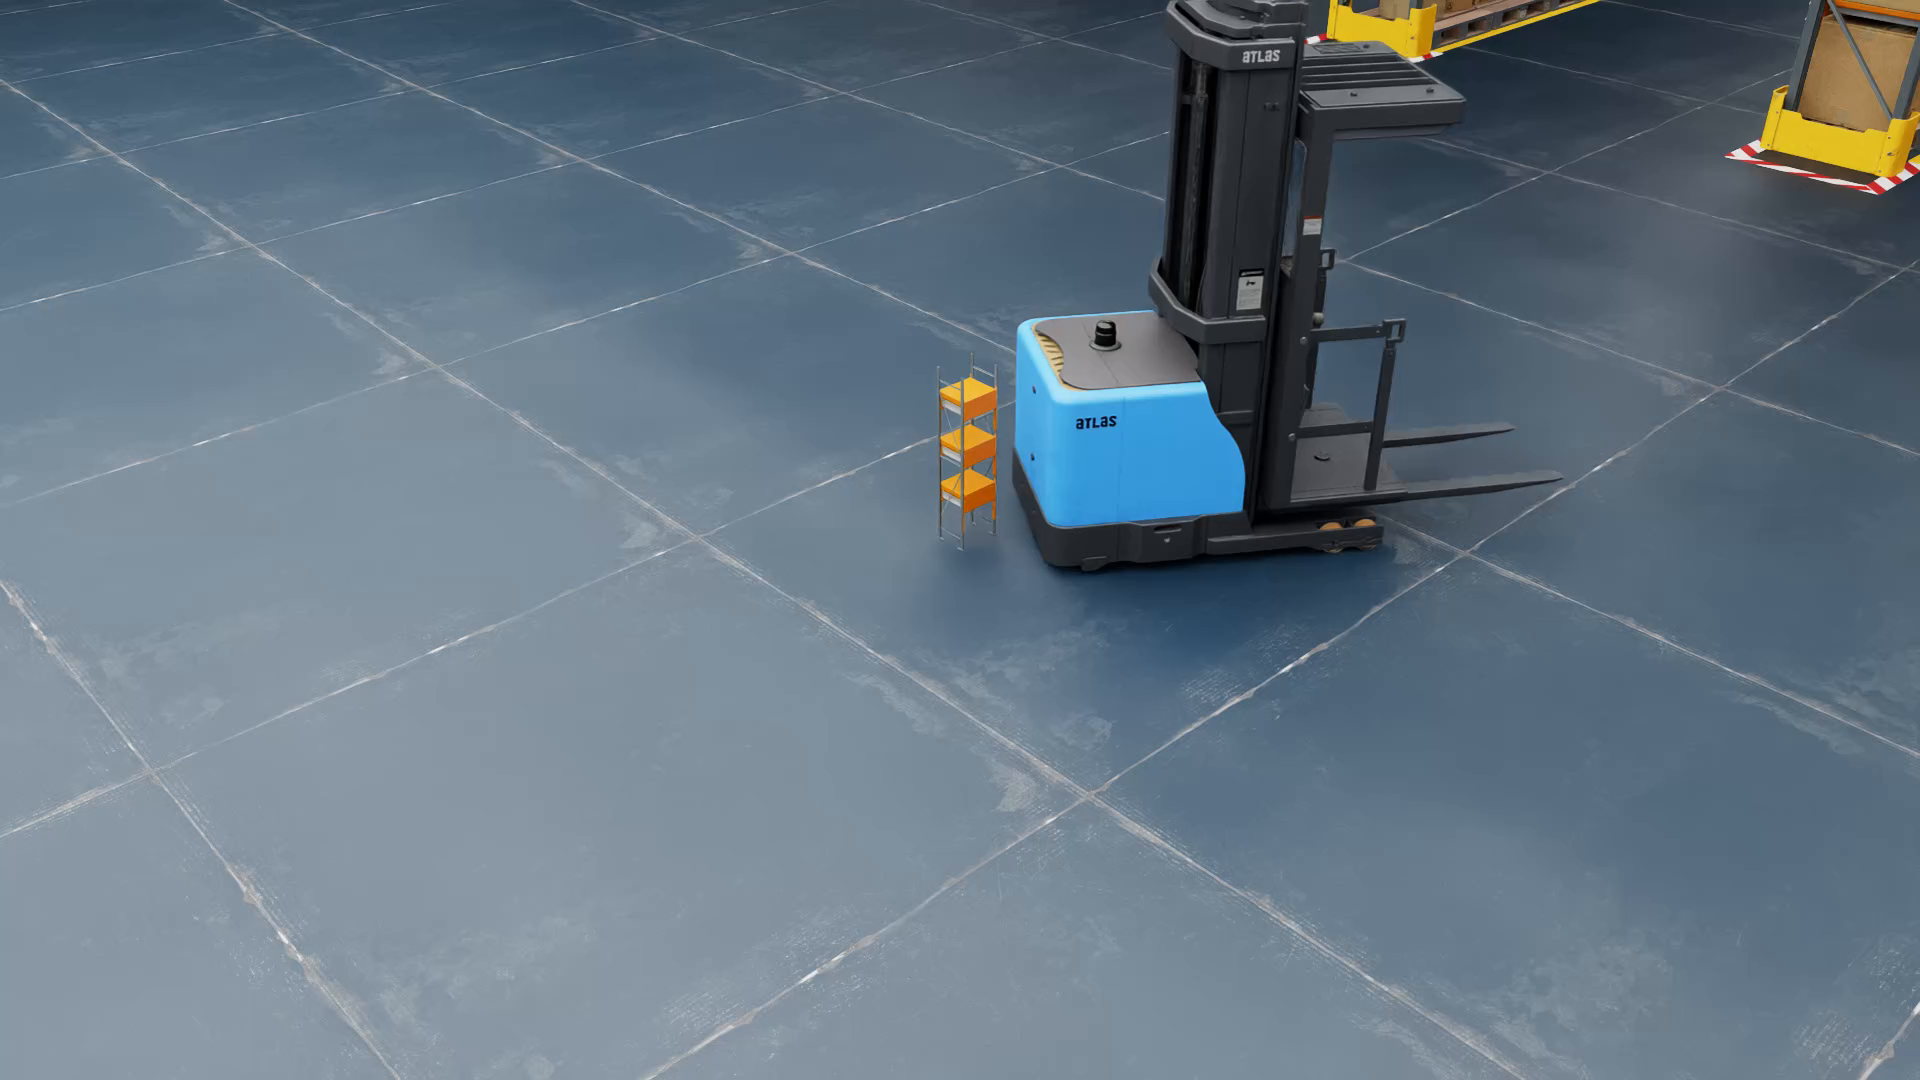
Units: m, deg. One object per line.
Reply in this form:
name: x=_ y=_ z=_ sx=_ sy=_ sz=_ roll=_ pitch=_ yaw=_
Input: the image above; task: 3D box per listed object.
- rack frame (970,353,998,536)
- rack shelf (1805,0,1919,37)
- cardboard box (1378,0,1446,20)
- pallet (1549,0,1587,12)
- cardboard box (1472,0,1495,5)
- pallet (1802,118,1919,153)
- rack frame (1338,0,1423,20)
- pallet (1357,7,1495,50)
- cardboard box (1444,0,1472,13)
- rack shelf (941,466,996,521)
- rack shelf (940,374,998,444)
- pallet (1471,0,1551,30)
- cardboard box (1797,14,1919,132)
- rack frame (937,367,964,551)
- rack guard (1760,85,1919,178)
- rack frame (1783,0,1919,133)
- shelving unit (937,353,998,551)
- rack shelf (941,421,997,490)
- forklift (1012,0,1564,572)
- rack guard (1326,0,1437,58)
rack frame: x=0.129 y=-0.510 z=9.078 sx=0.008 sy=1.050 sz=0.200 roll=-26 pitch=40 yaw=-35
rack shelf: x=9.237 y=-5.095 z=15.396 sx=4.000 sy=0.370 sz=1.077 roll=-26 pitch=40 yaw=-35
cardboard box: x=4.942 y=-5.953 z=18.104 sx=0.500 sy=0.500 sz=0.500 roll=-18 pitch=36 yaw=-27
pallet: x=6.937 y=-6.603 z=19.846 sx=1.213 sy=0.211 sz=1.003 roll=-26 pitch=40 yaw=-35
cardboard box: x=5.829 y=-6.393 z=18.824 sx=0.500 sy=0.500 sz=0.500 roll=-22 pitch=38 yaw=-31
pallet: x=8.304 y=-3.816 z=15.289 sx=1.213 sy=0.211 sz=1.003 roll=-26 pitch=40 yaw=-35
rack frame: x=4.472 y=-6.626 z=17.210 sx=0.127 sy=3.000 sz=1.000 roll=-26 pitch=40 yaw=-35
pallet: x=5.148 y=-5.737 z=18.431 sx=1.213 sy=0.211 sz=1.003 roll=-26 pitch=40 yaw=-35
cardboard box: x=5.357 y=-6.179 z=18.472 sx=0.500 sy=0.500 sz=0.500 roll=-15 pitch=35 yaw=-23
rack shelf: x=0.039 y=-0.221 z=9.158 sx=0.240 sy=0.259 sz=0.215 roll=-26 pitch=40 yaw=-35
rack shelf: x=0.039 y=-0.700 z=8.865 sx=0.240 sy=0.259 sz=0.215 roll=-26 pitch=40 yaw=-35
pallet: x=6.042 y=-6.168 z=19.135 sx=1.213 sy=0.211 sz=1.003 roll=-26 pitch=40 yaw=-35
cardboard box: x=8.223 y=-4.231 z=14.928 sx=0.875 sy=0.875 sz=0.875 roll=-26 pitch=40 yaw=-35
rack frame: x=-0.050 y=-0.424 z=8.936 sx=0.008 sy=1.050 sz=0.200 roll=-26 pitch=40 yaw=-35
rack guard: x=7.753 y=-3.617 z=14.686 sx=0.348 sy=0.500 sz=1.175 roll=-26 pitch=40 yaw=-35
rack frame: x=7.771 y=-4.692 z=14.048 sx=0.127 sy=3.000 sz=1.000 roll=-26 pitch=40 yaw=-35
shelving unit: x=0.039 y=-0.467 z=9.007 sx=0.252 sy=1.050 sz=0.215 roll=-26 pitch=40 yaw=-35
rack shelf: x=0.039 y=-0.458 z=9.013 sx=0.240 sy=0.259 sz=0.215 roll=-26 pitch=40 yaw=-35
forklift: x=1.869 y=-1.445 z=8.803 sx=3.031 sy=2.935 sz=1.130 roll=-5 pitch=32 yaw=-9
rack guard: x=4.528 y=-5.586 z=17.906 sx=0.348 sy=0.500 sz=1.175 roll=-26 pitch=40 yaw=-35
